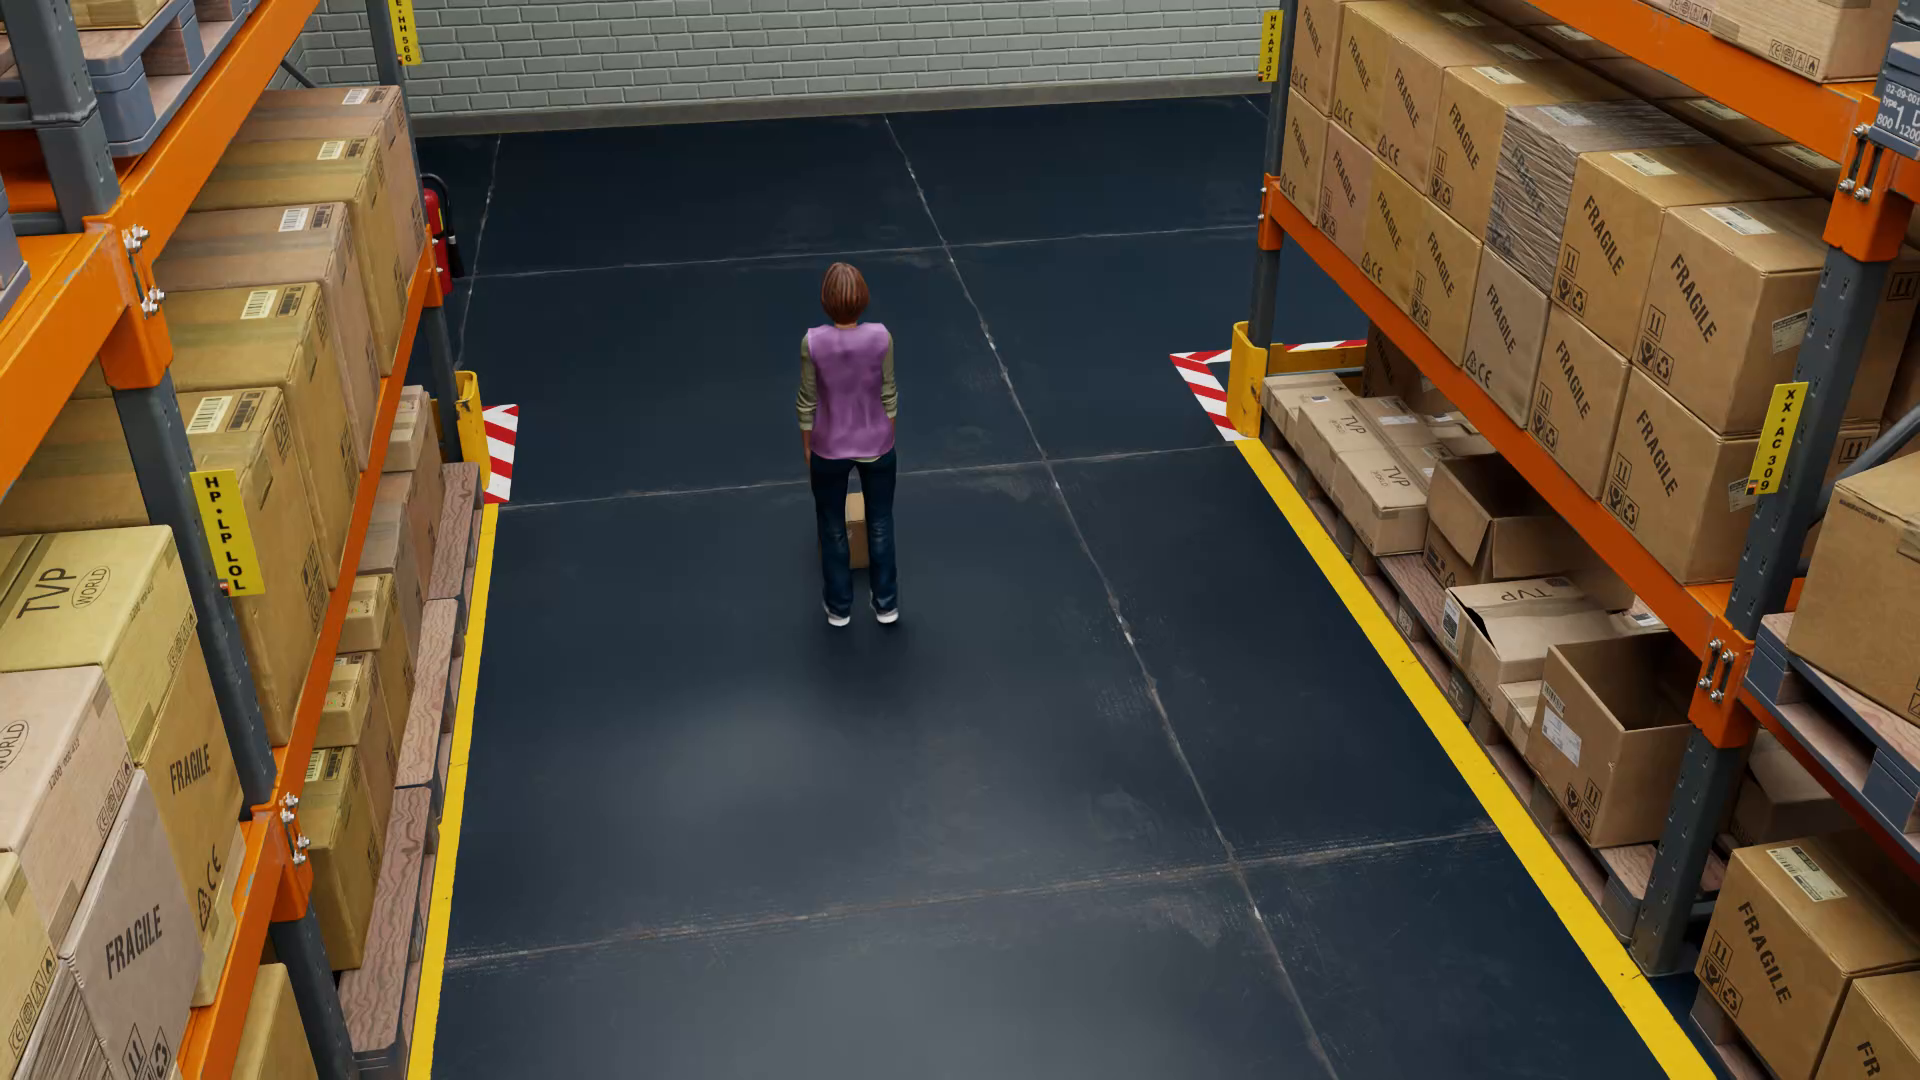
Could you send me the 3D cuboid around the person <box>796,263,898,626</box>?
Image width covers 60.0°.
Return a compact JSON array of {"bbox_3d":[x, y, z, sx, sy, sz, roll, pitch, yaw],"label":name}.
[{"bbox_3d":[-0.453,-0.366,6.759,0.406,1.597,0.308,-5,31,-8],"label":"person"}]
